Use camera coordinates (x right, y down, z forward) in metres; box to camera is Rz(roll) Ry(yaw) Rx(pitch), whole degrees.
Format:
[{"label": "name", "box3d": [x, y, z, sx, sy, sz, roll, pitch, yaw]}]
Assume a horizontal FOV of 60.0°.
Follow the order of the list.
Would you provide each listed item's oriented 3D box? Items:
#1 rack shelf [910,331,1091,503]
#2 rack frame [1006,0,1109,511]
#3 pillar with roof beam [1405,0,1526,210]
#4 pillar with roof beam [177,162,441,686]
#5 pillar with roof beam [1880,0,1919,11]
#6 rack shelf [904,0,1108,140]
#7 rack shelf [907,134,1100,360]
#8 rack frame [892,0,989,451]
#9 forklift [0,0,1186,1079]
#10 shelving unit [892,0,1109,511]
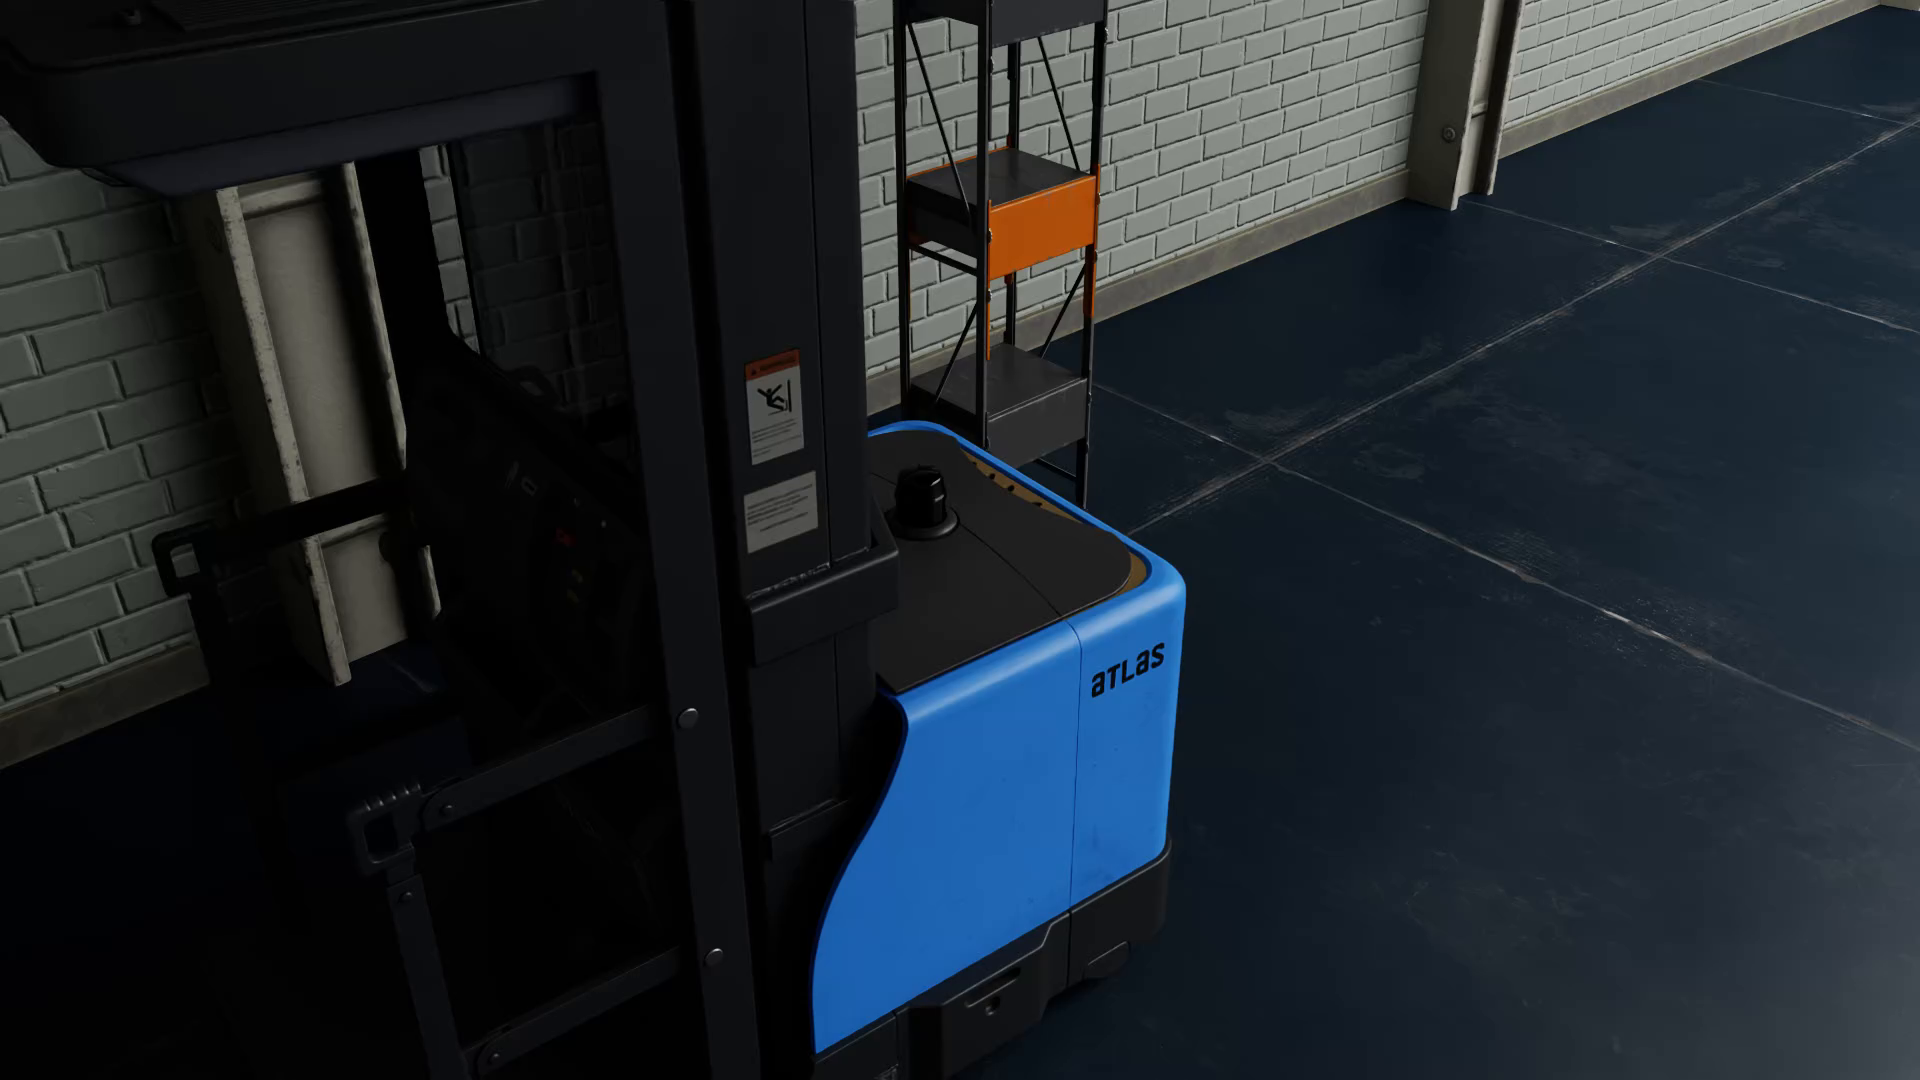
[{"label": "rack shelf", "box3d": [0.121, -0.346, 5.671, 0.480, 0.518, 0.431, -26, 40, -35]}, {"label": "rack frame", "box3d": [0.300, -1.041, 5.440, 0.015, 2.100, 0.400, -26, 40, -35]}, {"label": "pillar with roof beam", "box3d": [5.478, -4.005, 3.674, 0.400, 9.000, 9.100, -26, 40, -35]}, {"label": "pillar with roof beam", "box3d": [1.078, -1.877, 0.193, 0.400, 9.000, 9.100, -26, 40, -35]}, {"label": "pillar with roof beam", "box3d": [9.877, -6.133, 7.154, 0.400, 9.000, 9.100, -26, 40, -35]}, {"label": "rack shelf", "box3d": [0.121, -1.540, 4.940, 0.480, 0.518, 0.431, -26, 40, -35]}, {"label": "rack shelf", "box3d": [0.121, -0.943, 5.305, 0.480, 0.518, 0.431, -26, 40, -35]}, {"label": "rack frame", "box3d": [-0.058, -0.868, 5.157, 0.015, 2.100, 0.400, -26, 40, -35]}, {"label": "forklift", "box3d": [-0.969, 0.009, 2.926, 3.031, 2.935, 1.130, -22, 38, -32]}, {"label": "shelving unit", "box3d": [0.121, -0.955, 5.298, 0.503, 2.100, 0.431, -26, 40, -35]}]
